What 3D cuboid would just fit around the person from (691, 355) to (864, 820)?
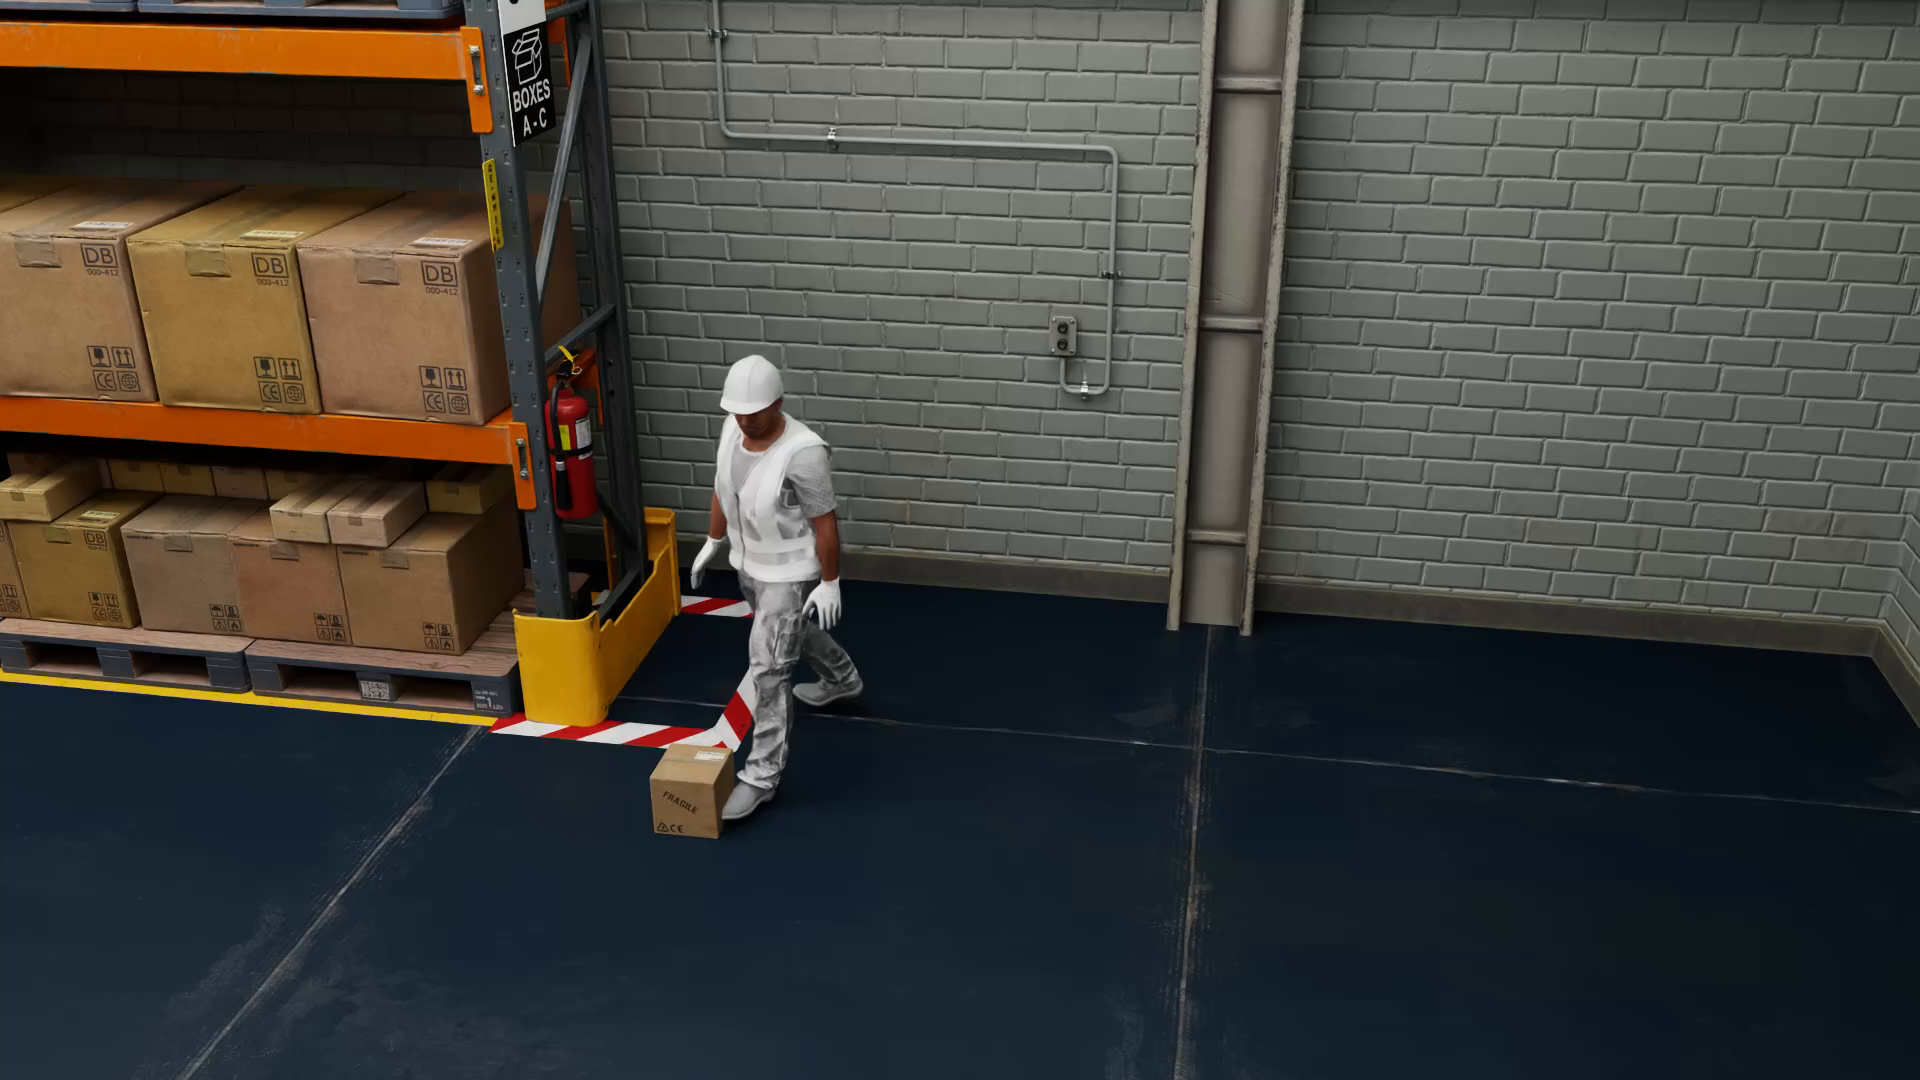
[{"bbox_3d":[-0.702,0.092,6.390,0.954,1.754,0.622,-19,31,-36],"label":"person"}]
